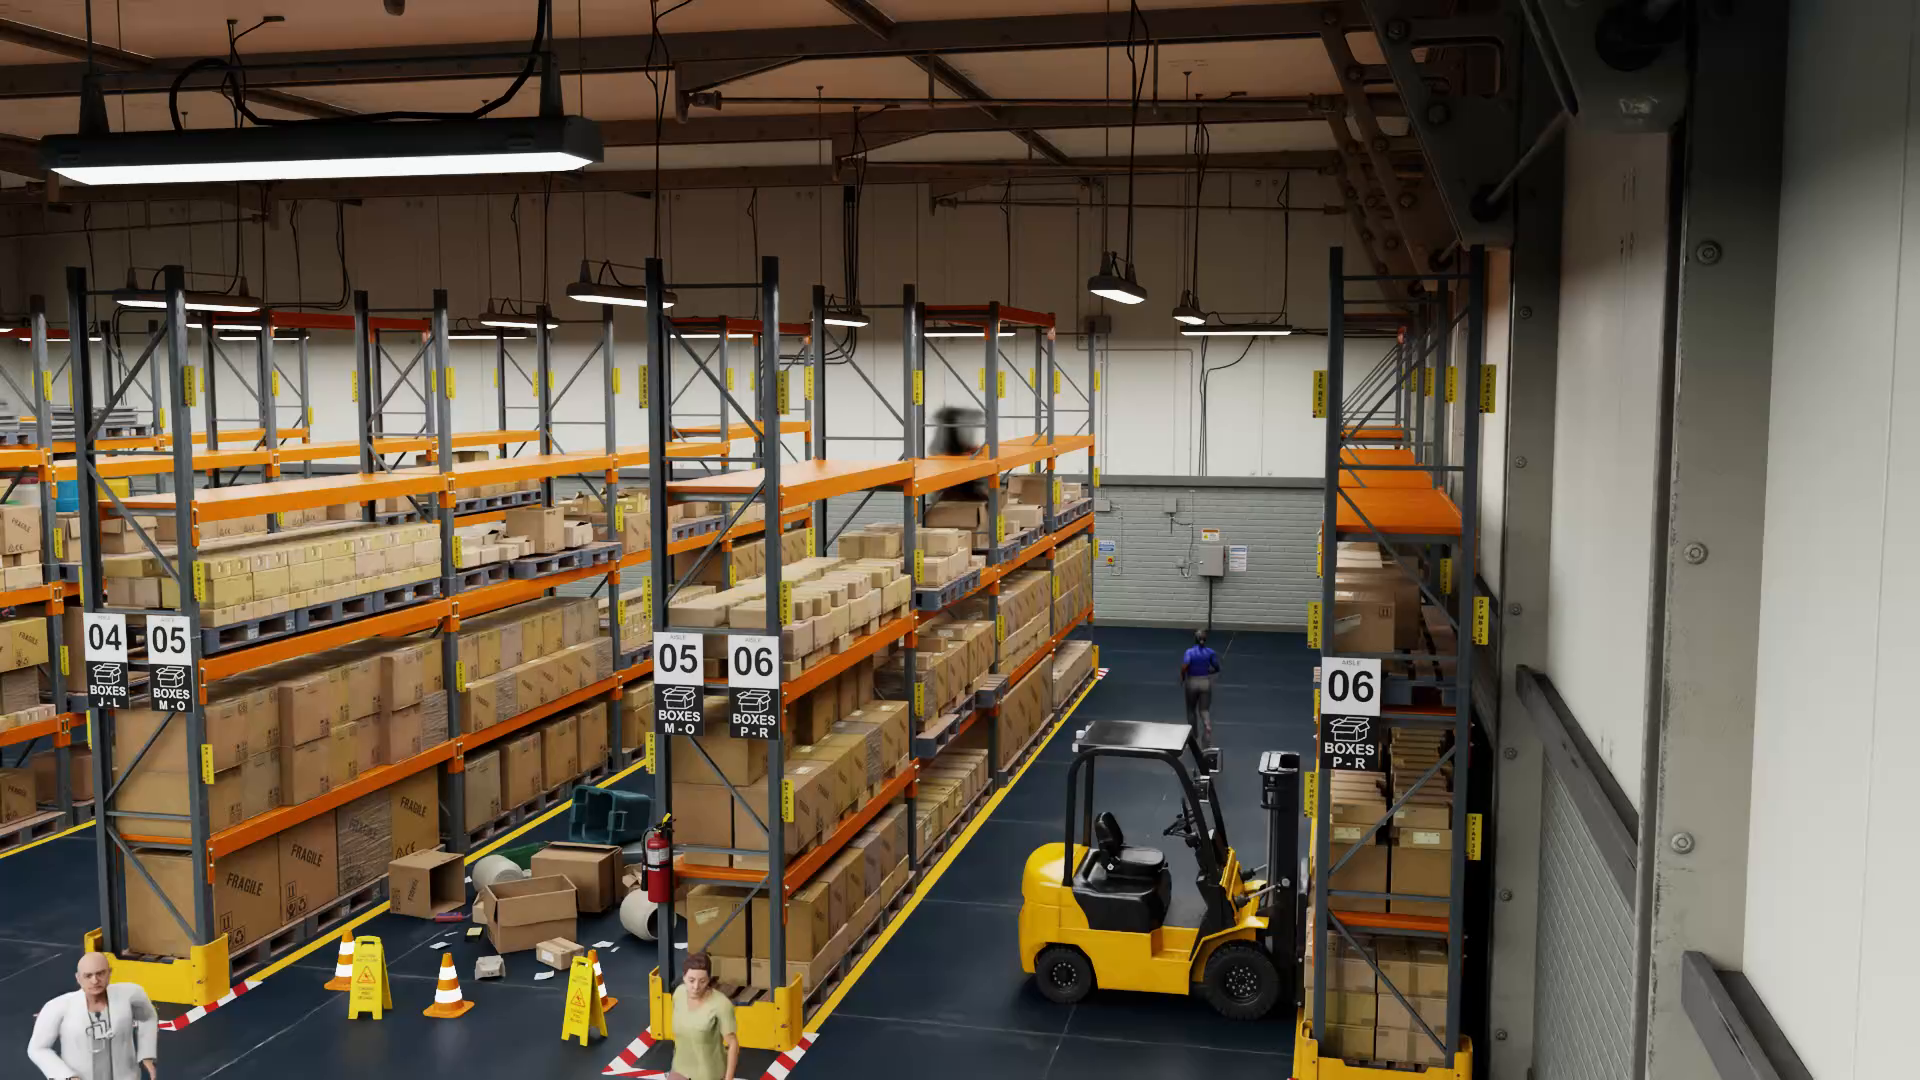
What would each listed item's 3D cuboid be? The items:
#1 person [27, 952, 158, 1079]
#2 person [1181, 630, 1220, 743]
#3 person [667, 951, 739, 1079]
[{"bbox_3d":[-5.248,3.292,10.100,0.715,1.731,0.845,-4,7,-33],"label":"person"},{"bbox_3d":[3.293,2.048,22.847,0.572,1.646,0.850,0,6,-3],"label":"person"},{"bbox_3d":[-1.631,3.313,10.378,0.621,1.636,0.524,2,6,18],"label":"person"}]
